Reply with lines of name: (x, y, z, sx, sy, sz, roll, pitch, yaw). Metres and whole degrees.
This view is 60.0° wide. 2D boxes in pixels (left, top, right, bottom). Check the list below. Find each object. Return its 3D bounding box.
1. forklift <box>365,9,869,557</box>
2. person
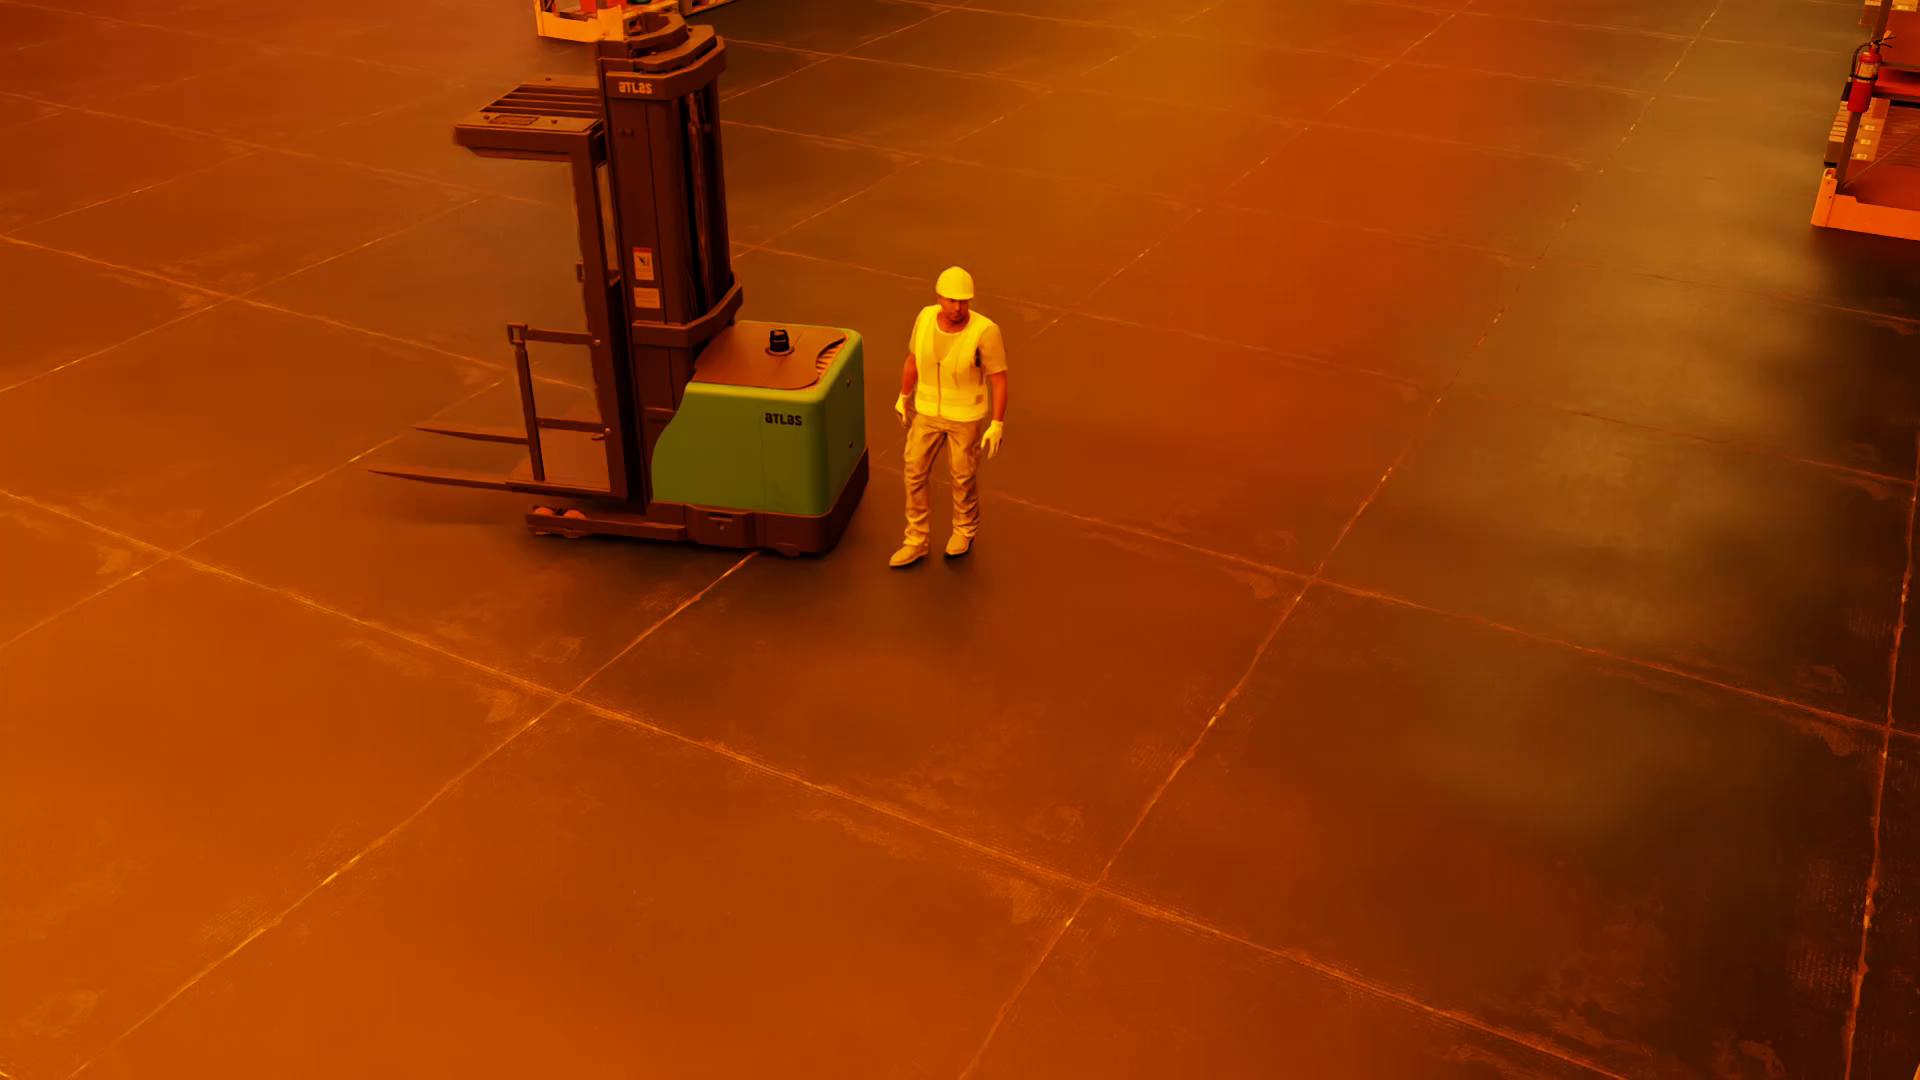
forklift: (-2.145, -1.530, 9.721, 3.031, 2.935, 1.130, 6, 30, 10)
person: (-0.087, -0.667, 9.401, 0.729, 1.778, 0.582, 13, 32, 21)
